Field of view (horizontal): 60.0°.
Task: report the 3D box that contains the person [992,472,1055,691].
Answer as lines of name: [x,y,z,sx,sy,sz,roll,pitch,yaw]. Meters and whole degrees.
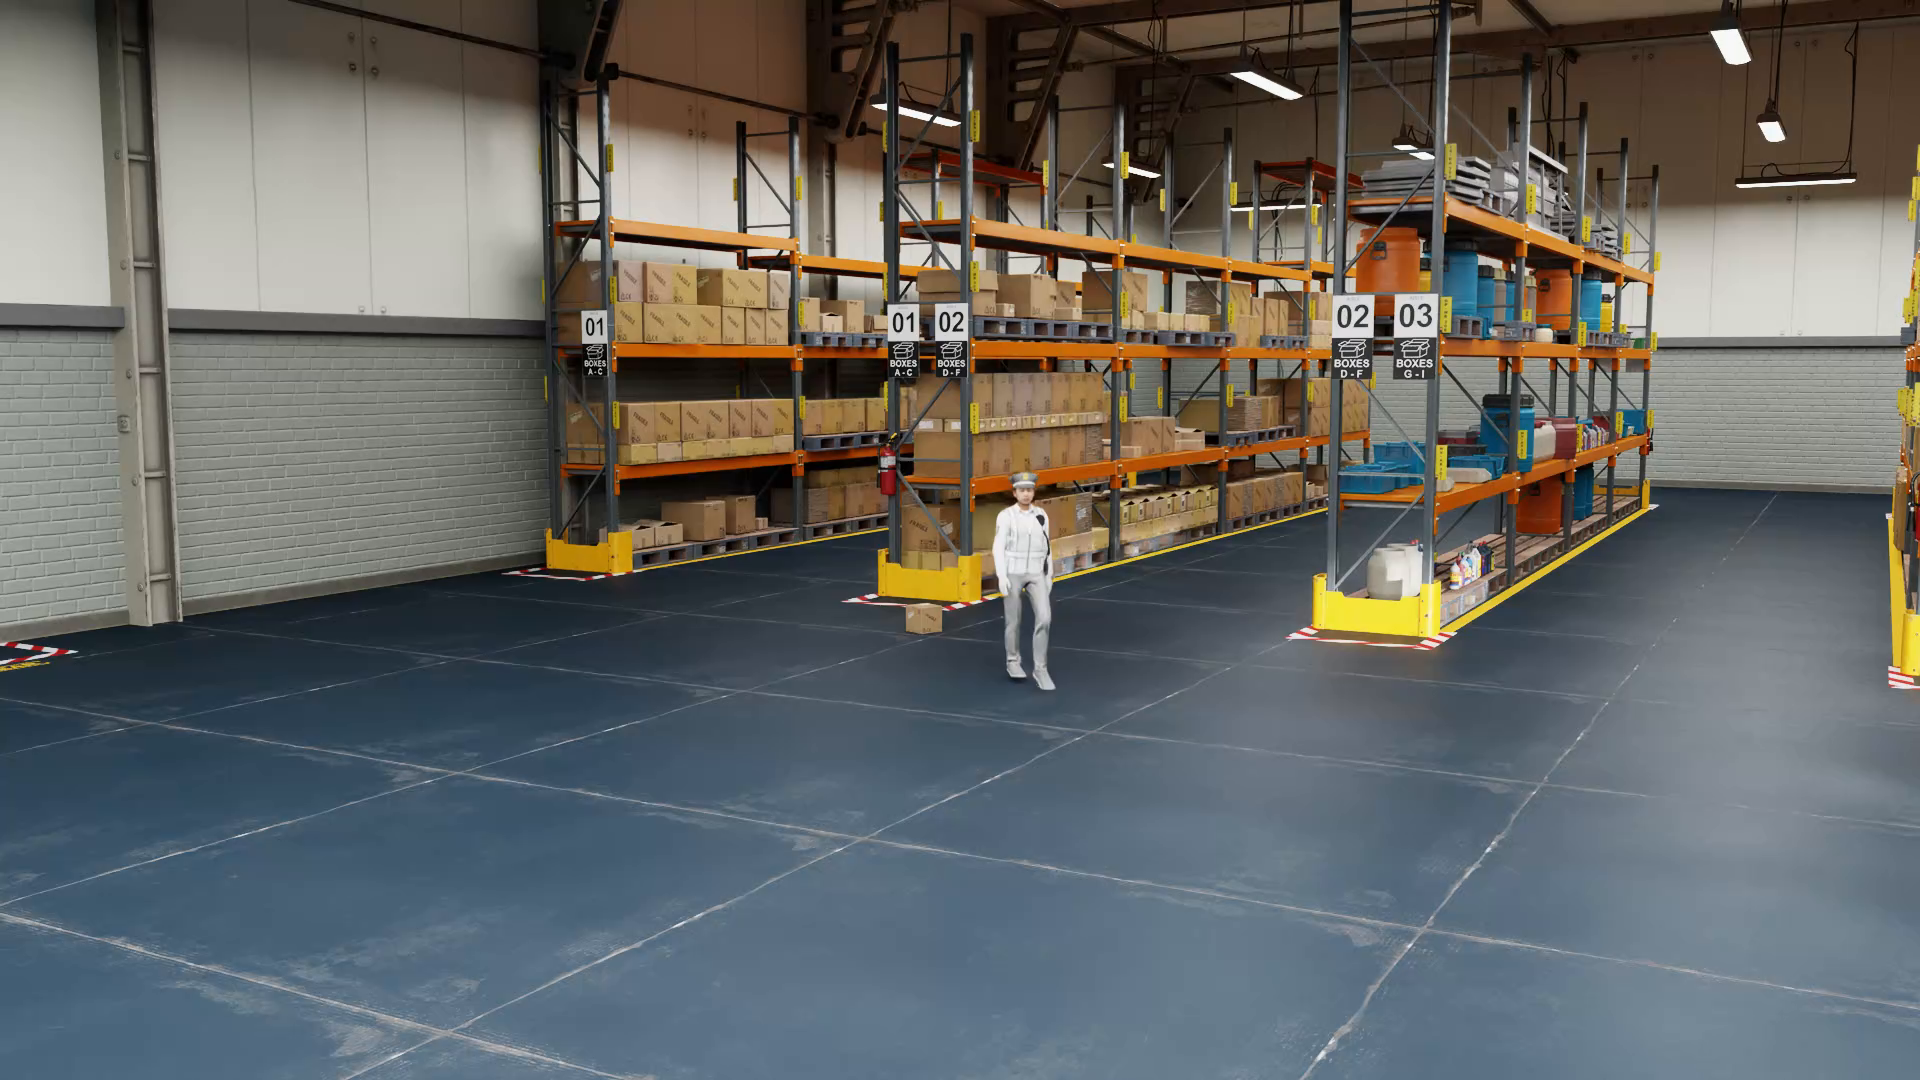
person: [0.521,0.327,13.268,0.532,1.744,0.643,-1,6,-12]
